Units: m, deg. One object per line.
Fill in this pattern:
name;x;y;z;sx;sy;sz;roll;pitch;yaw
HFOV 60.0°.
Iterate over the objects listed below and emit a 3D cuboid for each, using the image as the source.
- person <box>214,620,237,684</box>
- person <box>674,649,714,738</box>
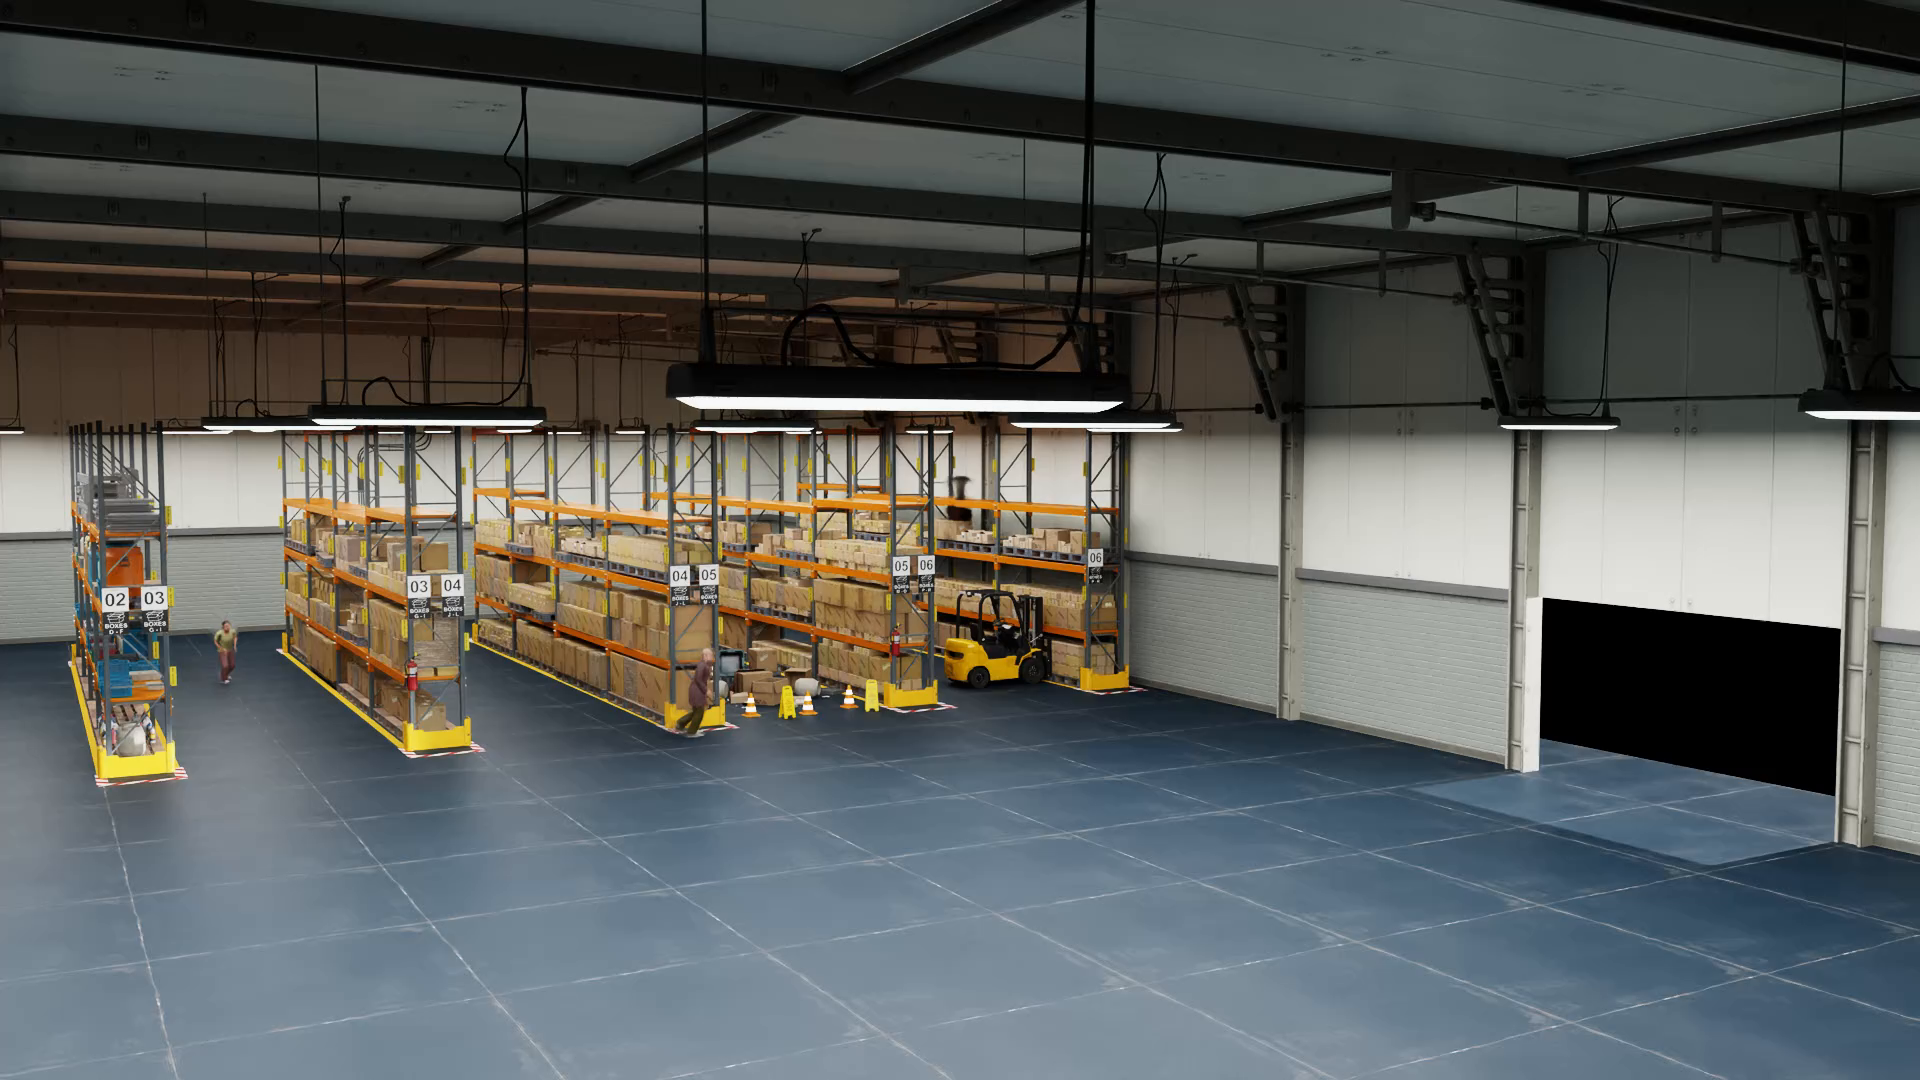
person;-17.052;2.582;38.548;0.816;1.516;0.554;3;5;41
person;-5.064;2.911;31.636;0.780;1.704;0.689;0;4;-4
